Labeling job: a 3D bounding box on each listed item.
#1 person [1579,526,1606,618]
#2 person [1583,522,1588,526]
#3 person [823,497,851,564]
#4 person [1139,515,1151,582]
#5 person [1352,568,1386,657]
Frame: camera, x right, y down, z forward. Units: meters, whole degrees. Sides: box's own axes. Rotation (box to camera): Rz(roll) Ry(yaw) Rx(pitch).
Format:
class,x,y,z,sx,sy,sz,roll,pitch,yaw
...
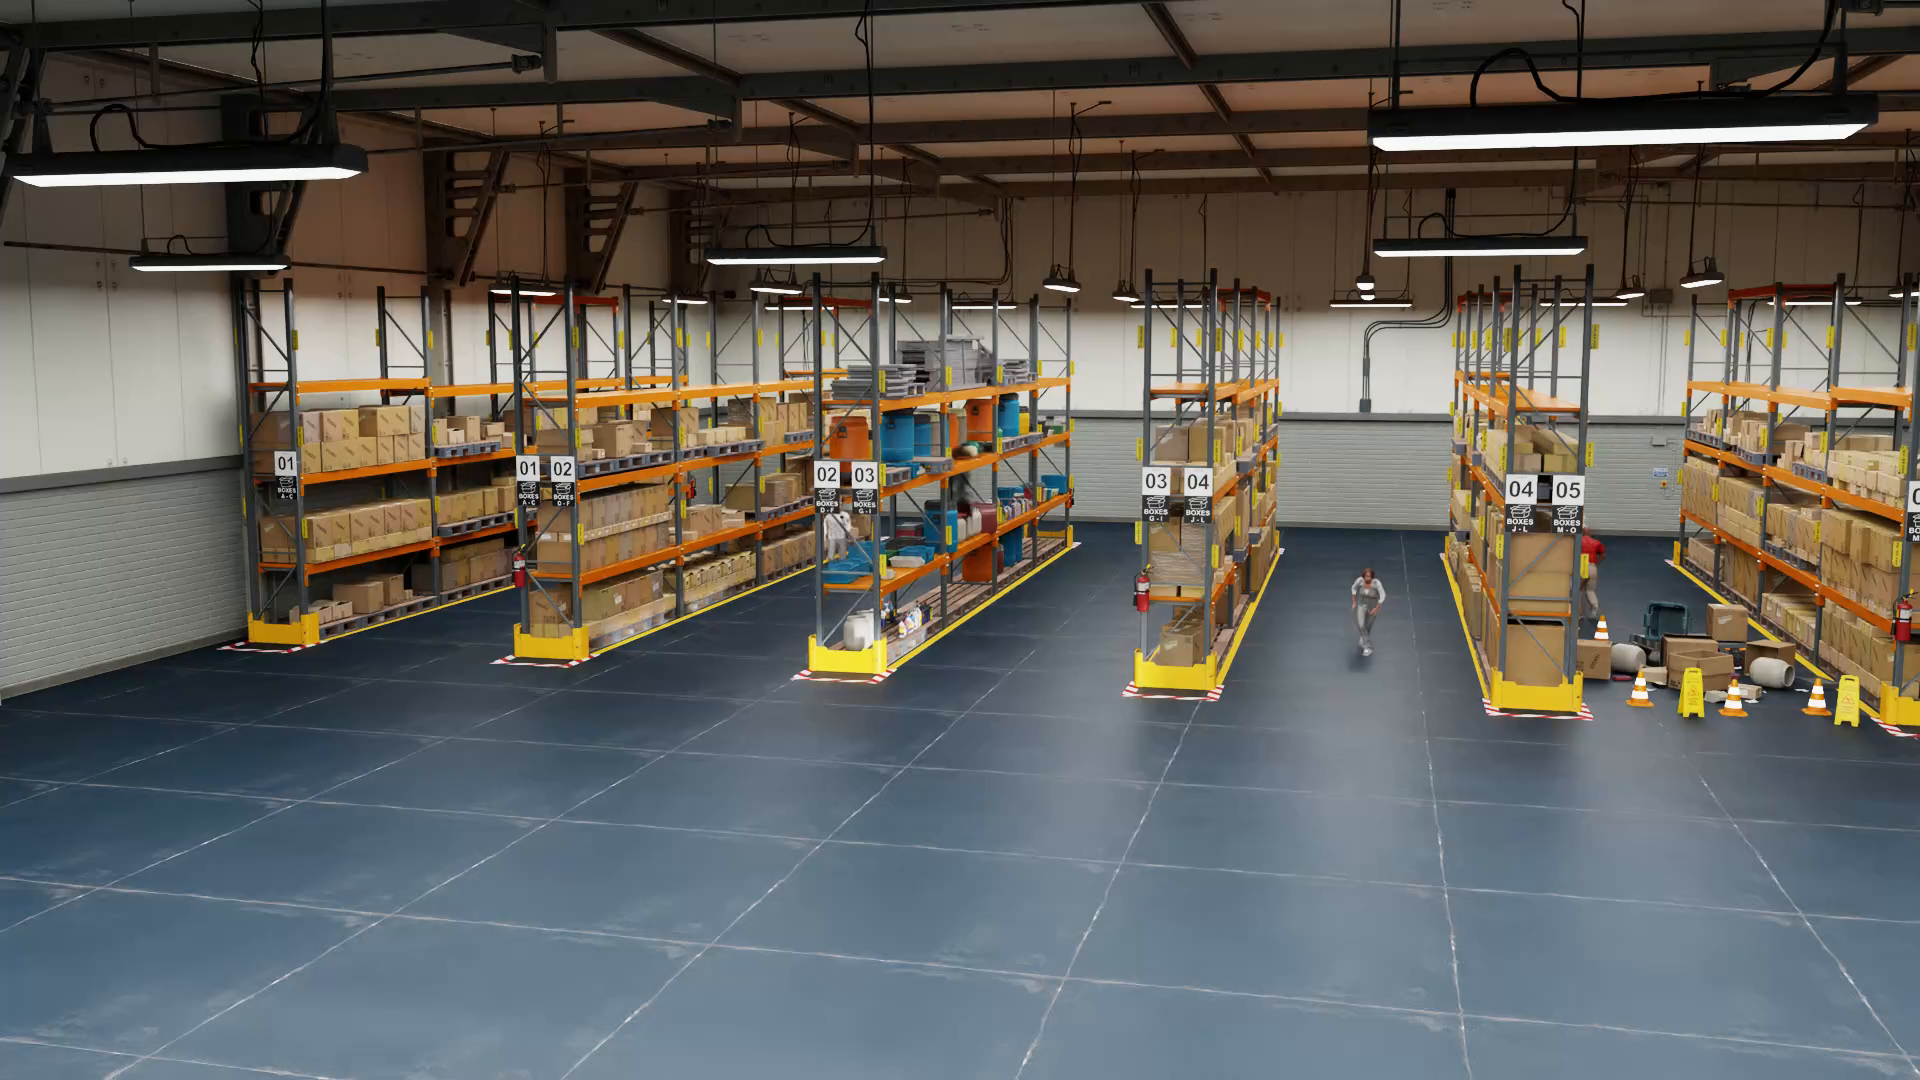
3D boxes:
class,x,y,z,sx,sy,sz,roll,pitch,yaw
person,11.285,0.599,29.922,0.668,1.674,0.695,1,7,7
person,12.053,0.235,32.601,0.572,1.742,0.952,1,7,9
person,-2.388,0.051,32.065,0.590,1.793,0.690,0,7,4
person,4.000,0.018,34.662,0.536,1.721,0.841,3,7,21
person,6.537,1.117,26.597,0.540,1.439,0.960,2,7,15
